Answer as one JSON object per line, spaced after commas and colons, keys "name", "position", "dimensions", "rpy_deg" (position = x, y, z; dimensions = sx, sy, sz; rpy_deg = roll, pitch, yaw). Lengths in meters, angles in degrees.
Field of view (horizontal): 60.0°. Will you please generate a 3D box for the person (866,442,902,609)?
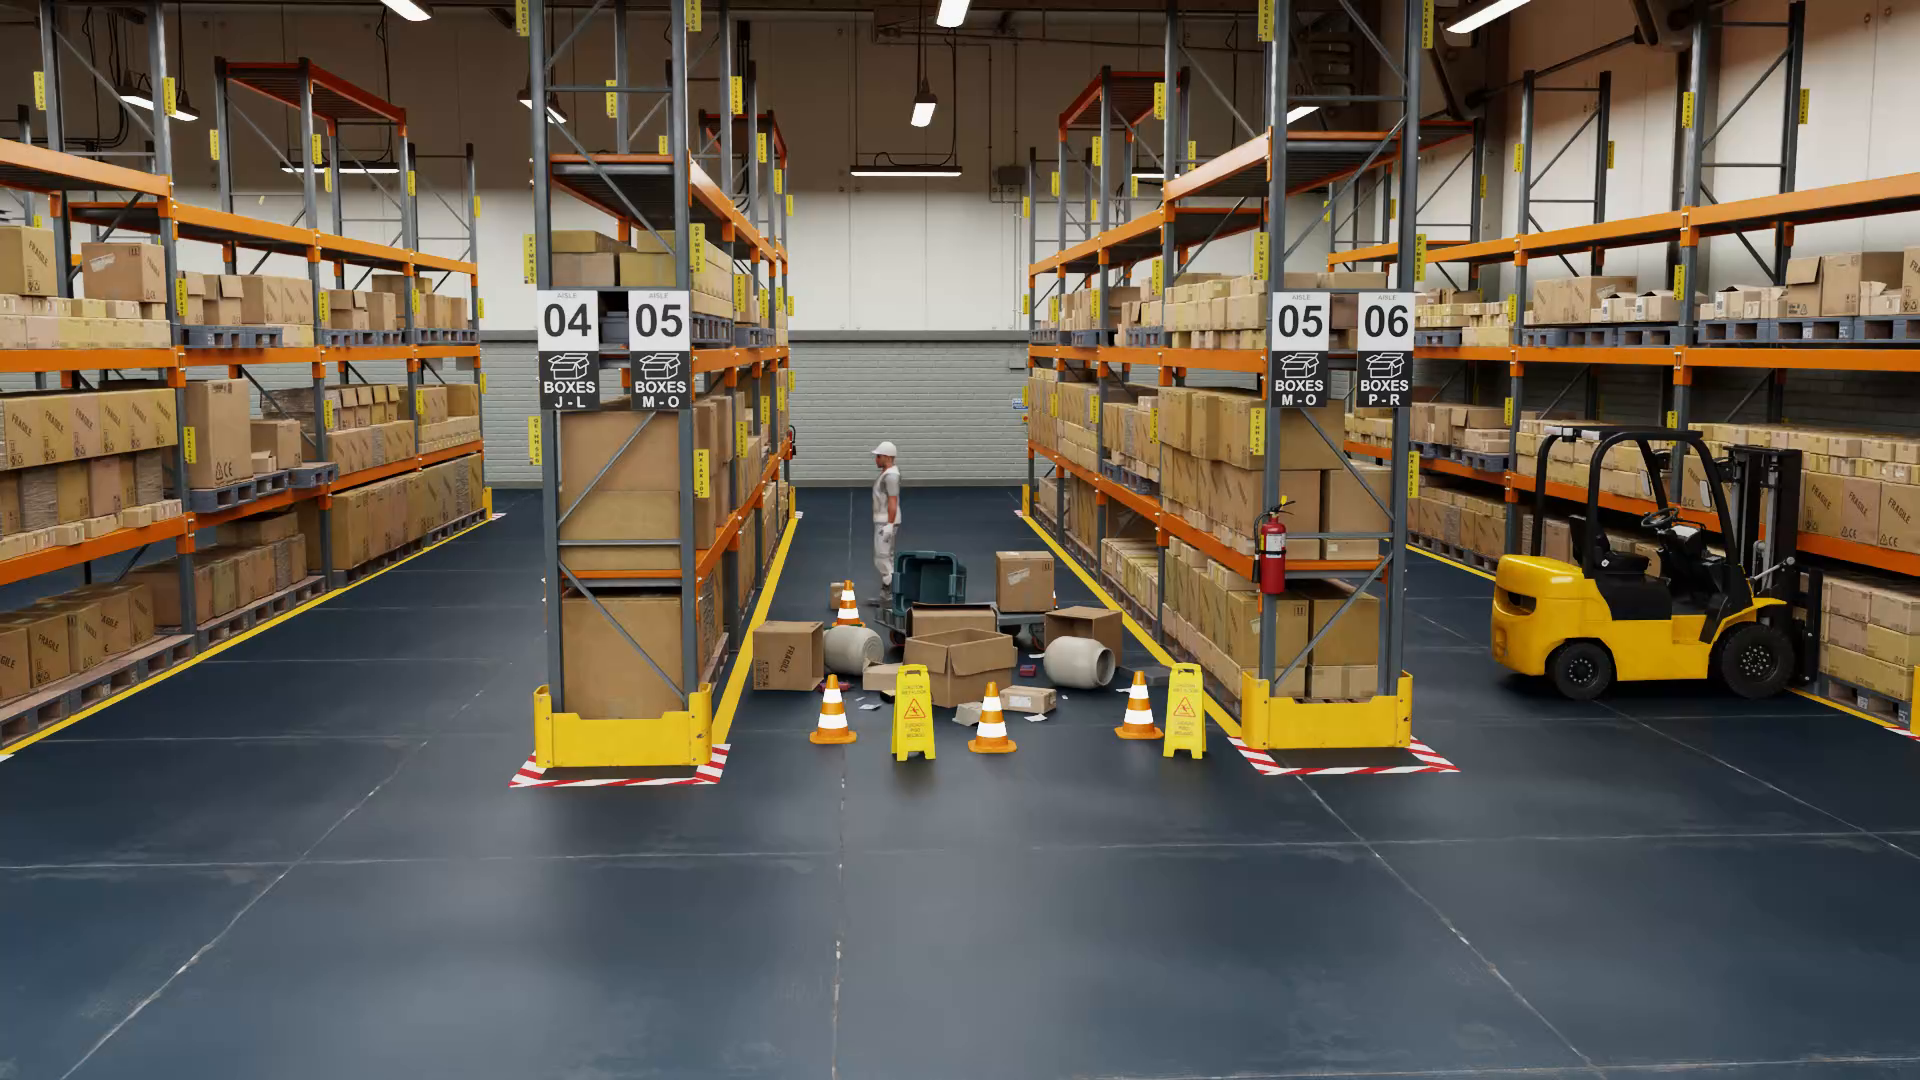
{"name": "person", "position": [-0.815, -0.158, 17.990], "dimensions": [0.414, 1.808, 0.550], "rpy_deg": [0, 7, -4]}
